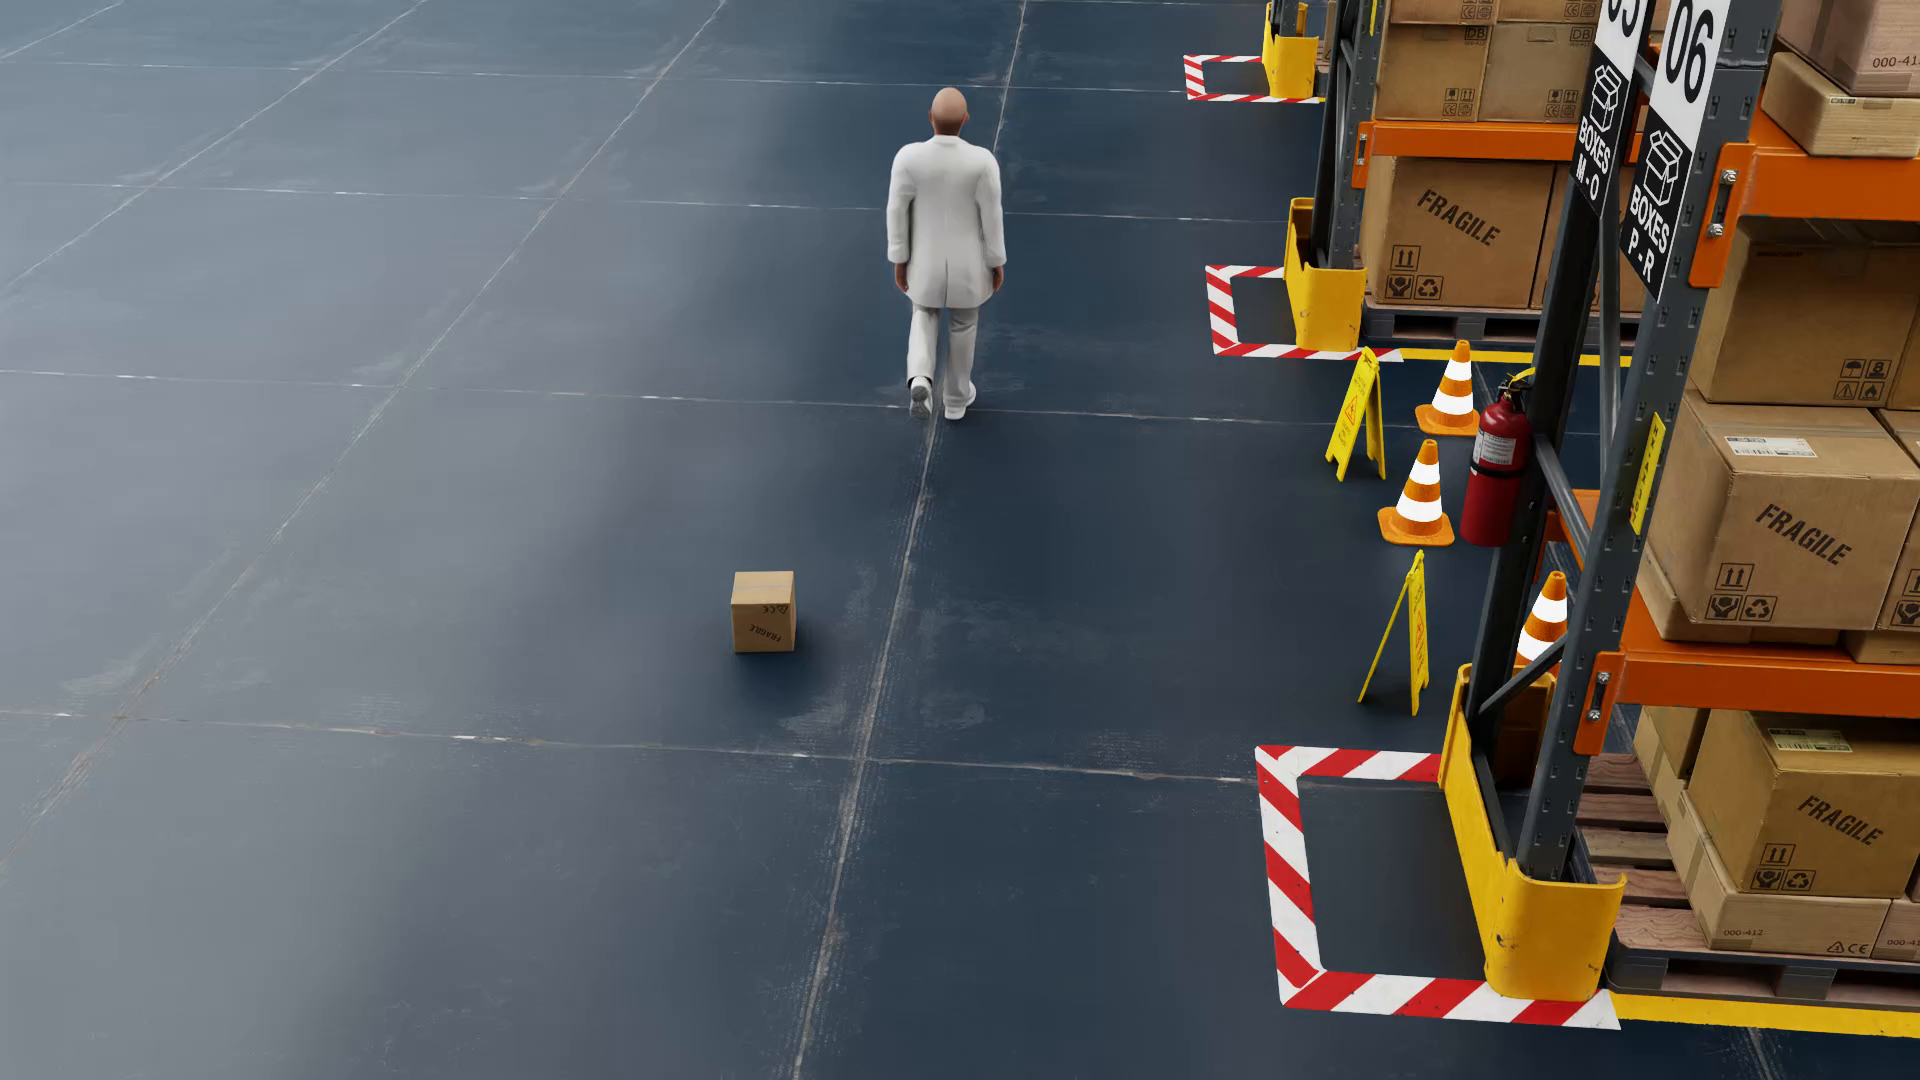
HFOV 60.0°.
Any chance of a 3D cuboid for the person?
[{"bbox_3d":[-0.065,-1.420,8.417,0.597,1.761,0.607,4,32,6],"label":"person"}]
